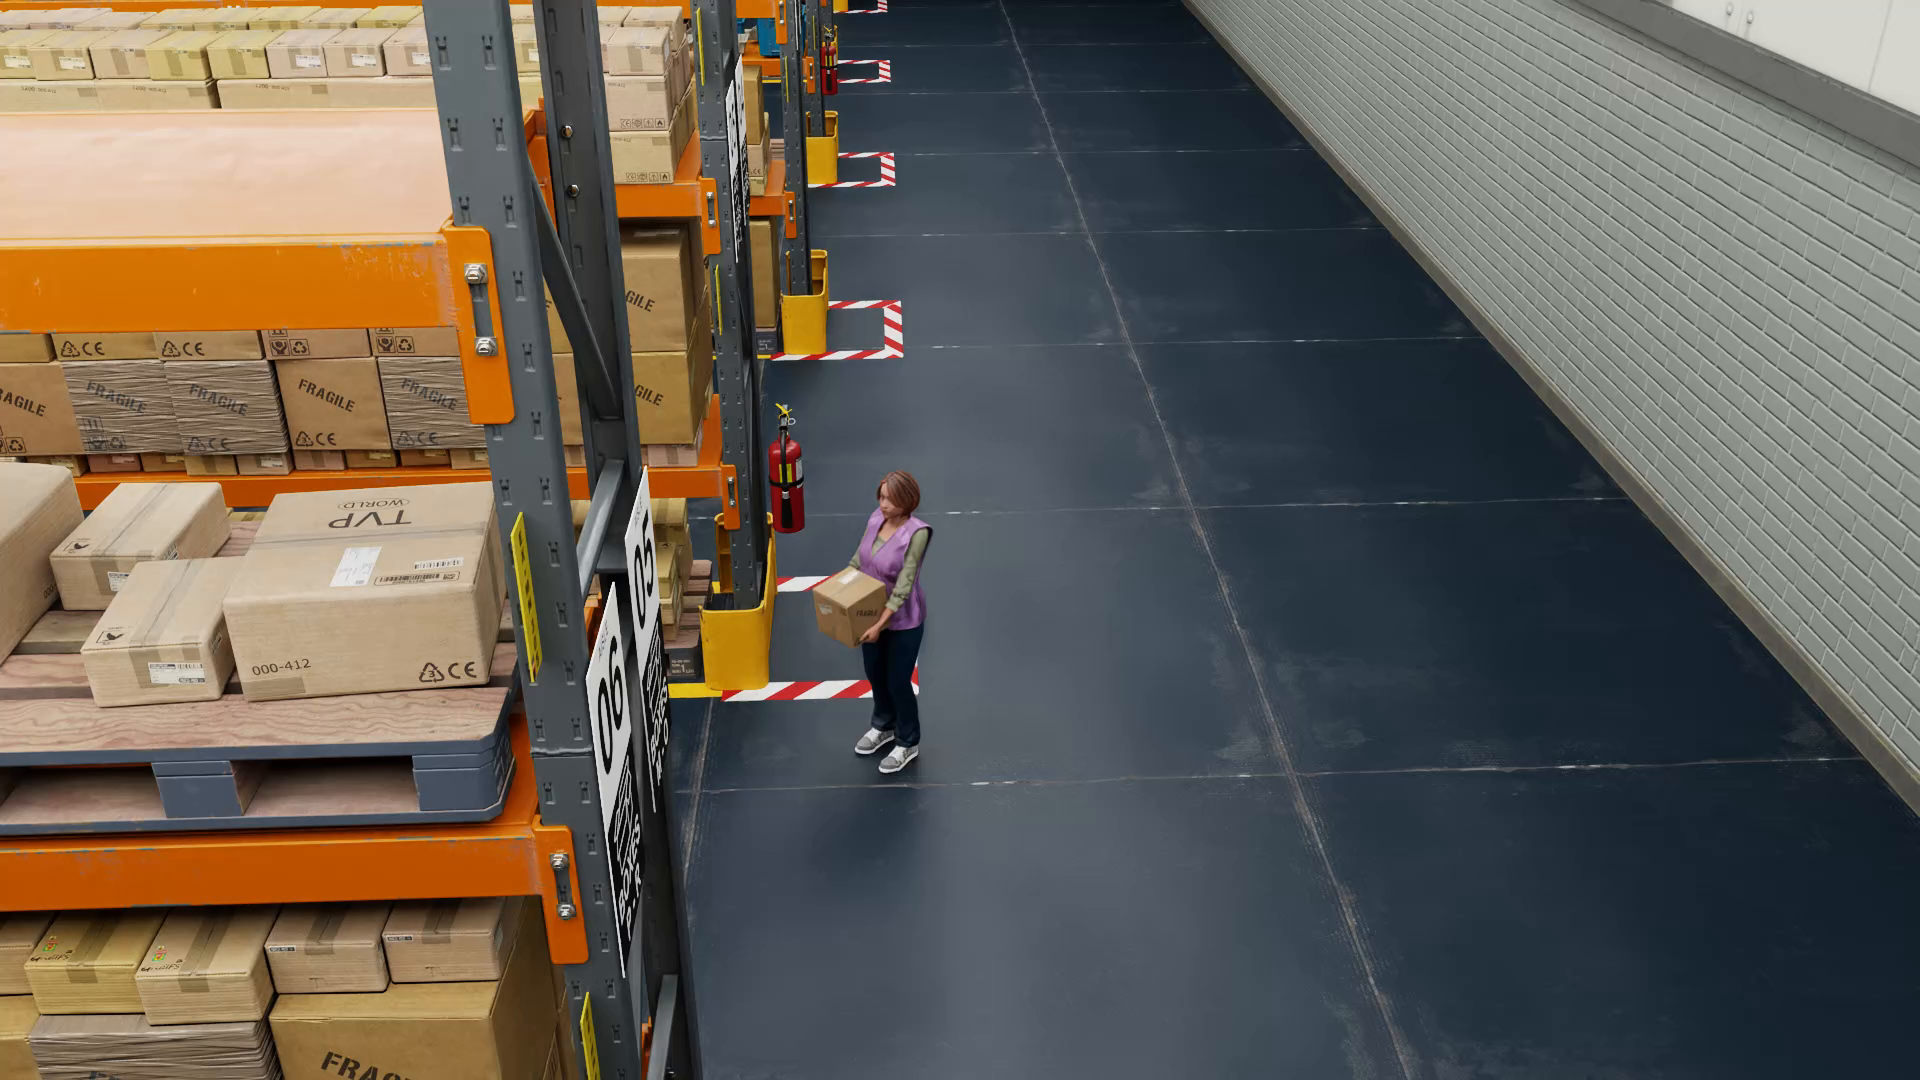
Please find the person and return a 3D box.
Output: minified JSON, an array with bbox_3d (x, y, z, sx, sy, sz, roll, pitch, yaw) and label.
[{"bbox_3d":[-0.396,0.429,8.194,0.404,1.567,0.494,25,37,38],"label":"person"}]
